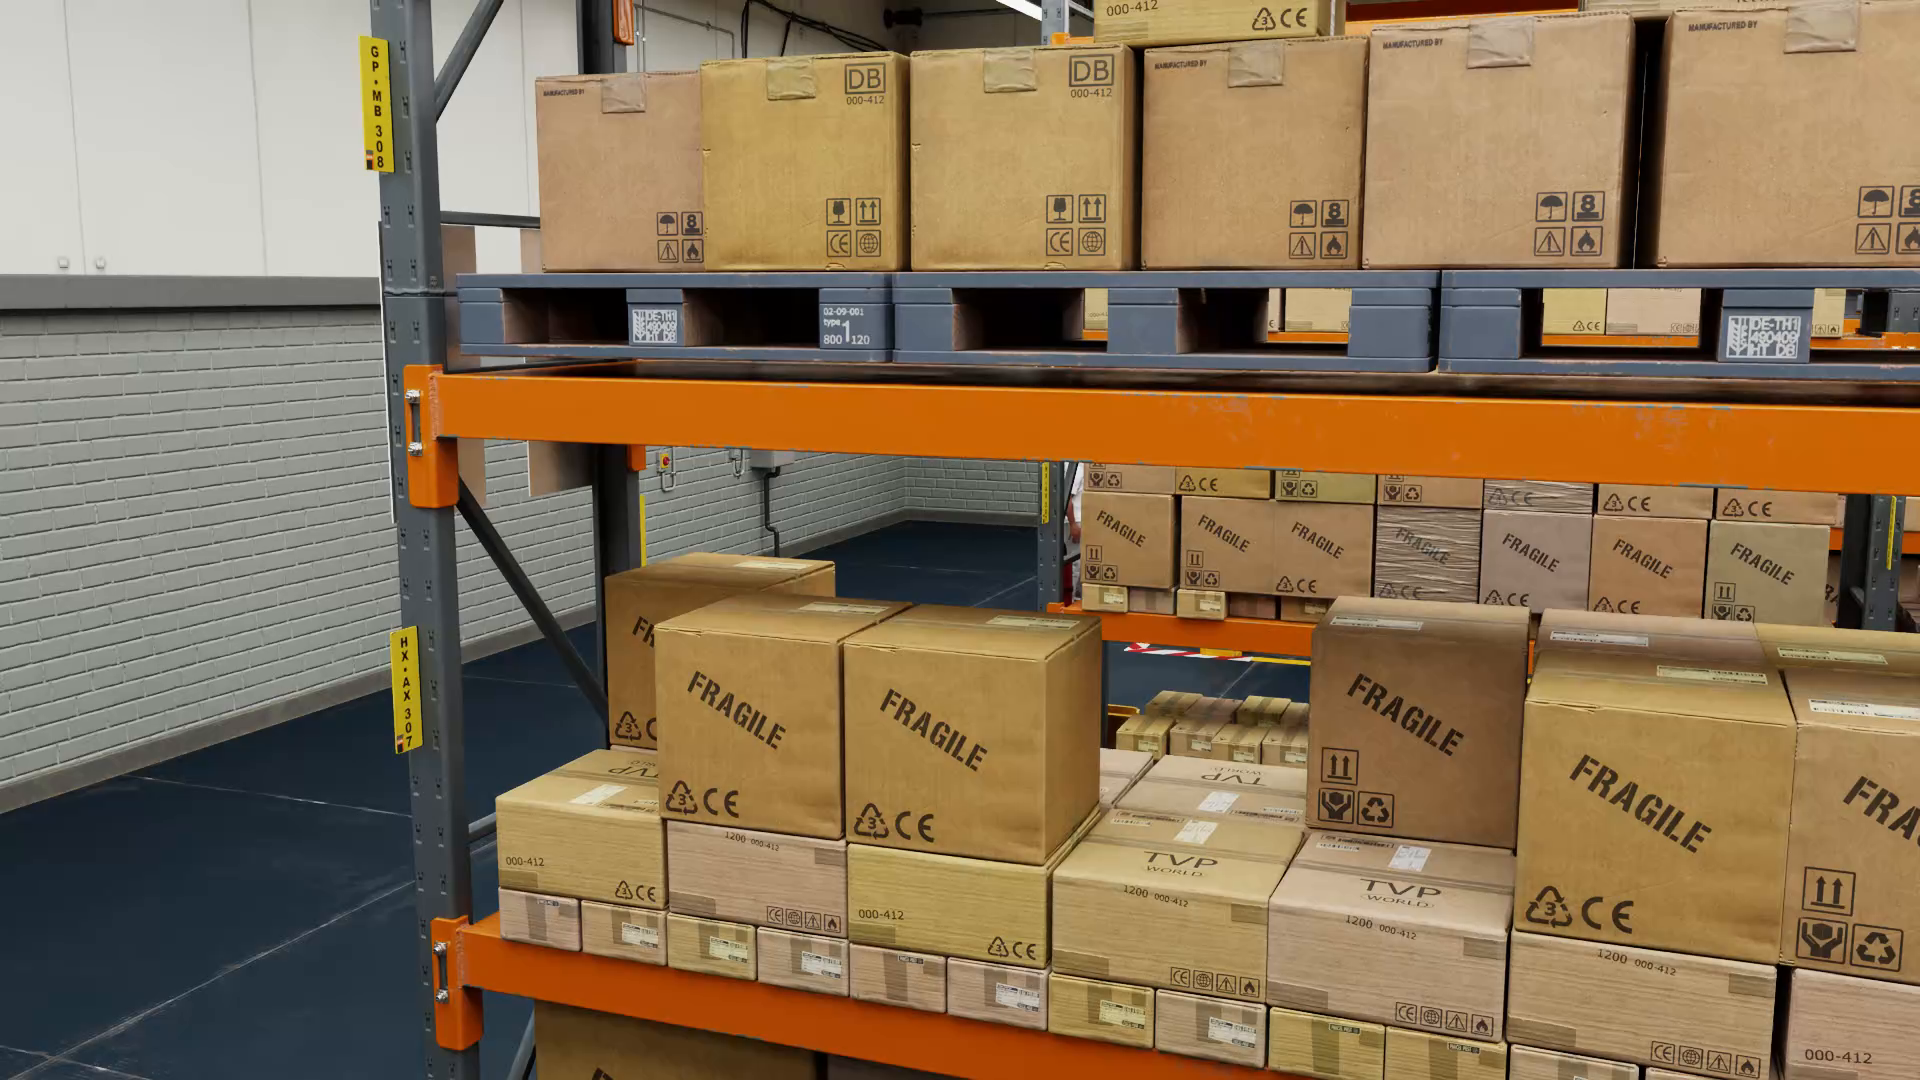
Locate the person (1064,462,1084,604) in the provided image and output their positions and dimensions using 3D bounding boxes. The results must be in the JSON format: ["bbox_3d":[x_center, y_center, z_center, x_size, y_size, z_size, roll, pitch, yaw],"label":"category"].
[{"bbox_3d":[1.104,-0.170,15.410,0.454,1.761,0.635,3,9,18],"label":"person"}]
